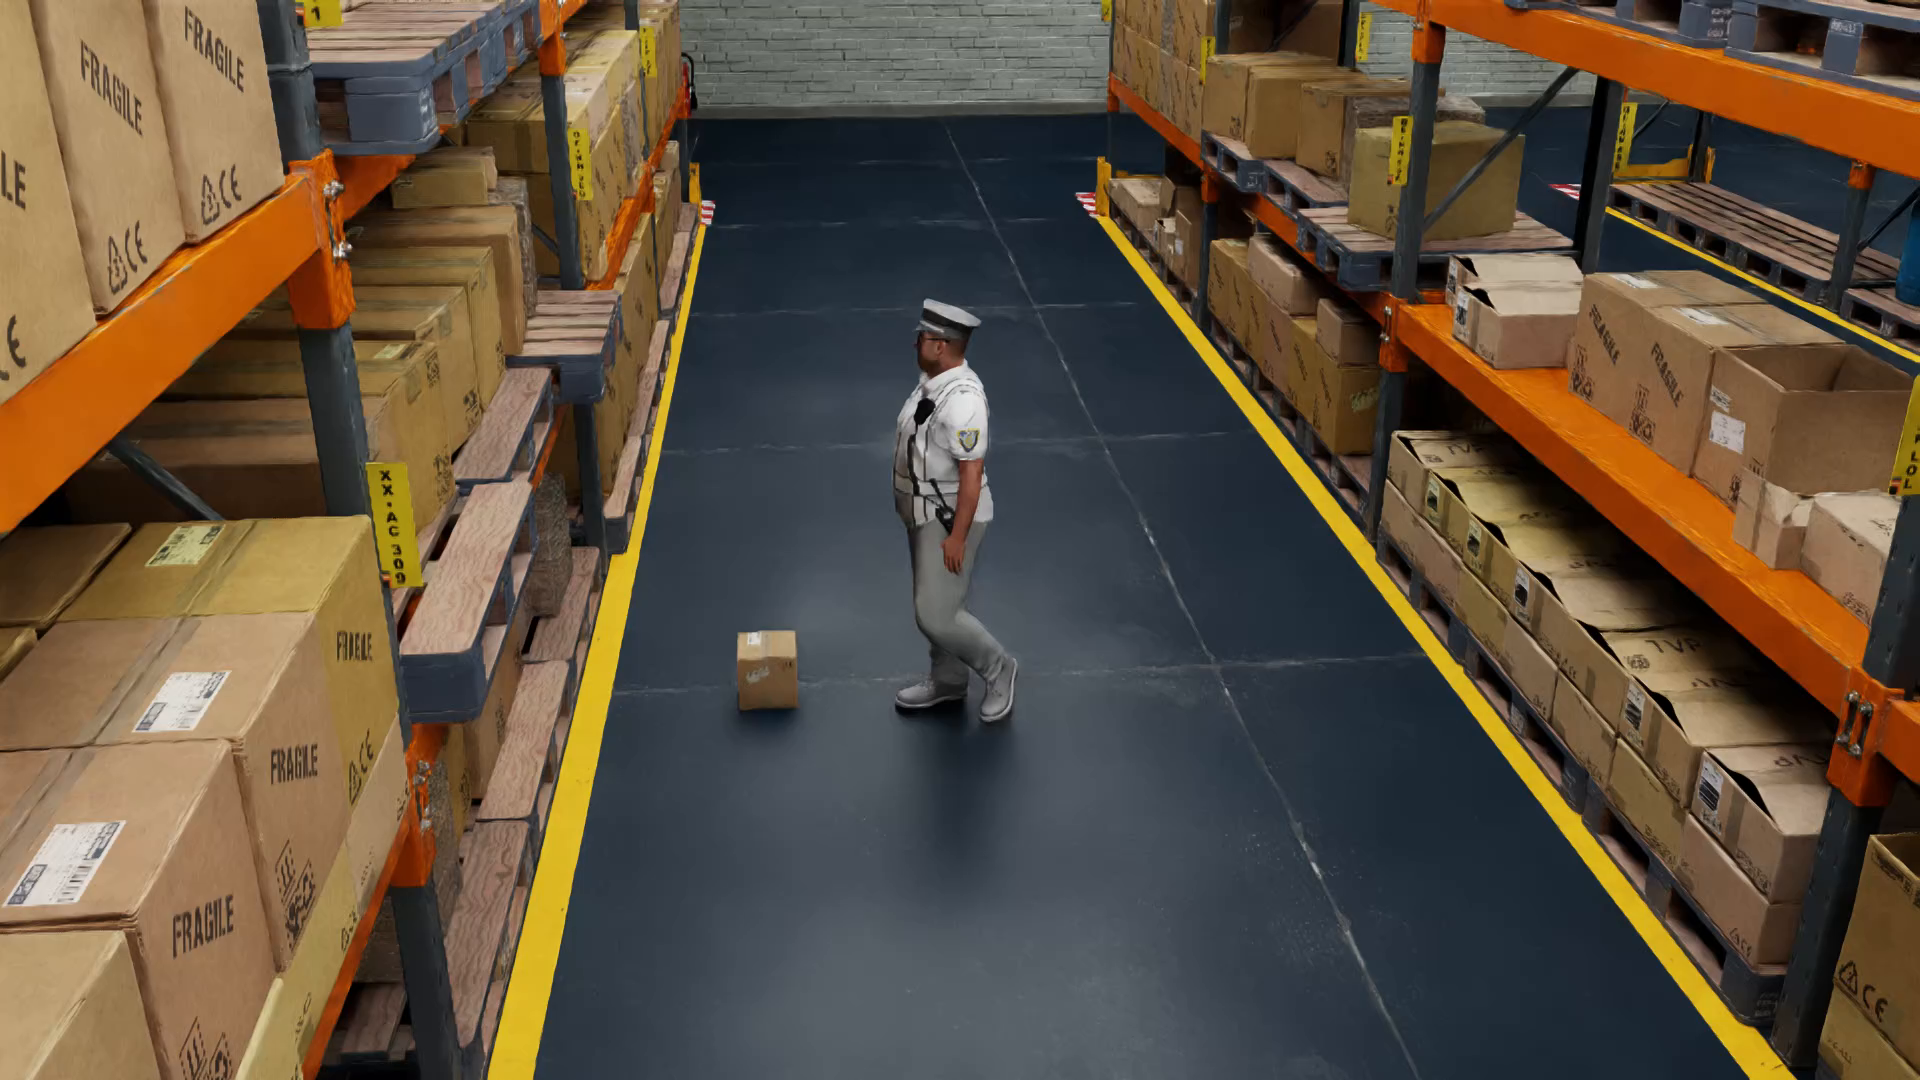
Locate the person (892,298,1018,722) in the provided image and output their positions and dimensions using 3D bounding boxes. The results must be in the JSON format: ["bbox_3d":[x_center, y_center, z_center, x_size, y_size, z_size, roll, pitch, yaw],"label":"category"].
[{"bbox_3d":[-0.017,-0.099,6.774,0.511,1.760,0.558,-6,24,-14],"label":"person"}]
